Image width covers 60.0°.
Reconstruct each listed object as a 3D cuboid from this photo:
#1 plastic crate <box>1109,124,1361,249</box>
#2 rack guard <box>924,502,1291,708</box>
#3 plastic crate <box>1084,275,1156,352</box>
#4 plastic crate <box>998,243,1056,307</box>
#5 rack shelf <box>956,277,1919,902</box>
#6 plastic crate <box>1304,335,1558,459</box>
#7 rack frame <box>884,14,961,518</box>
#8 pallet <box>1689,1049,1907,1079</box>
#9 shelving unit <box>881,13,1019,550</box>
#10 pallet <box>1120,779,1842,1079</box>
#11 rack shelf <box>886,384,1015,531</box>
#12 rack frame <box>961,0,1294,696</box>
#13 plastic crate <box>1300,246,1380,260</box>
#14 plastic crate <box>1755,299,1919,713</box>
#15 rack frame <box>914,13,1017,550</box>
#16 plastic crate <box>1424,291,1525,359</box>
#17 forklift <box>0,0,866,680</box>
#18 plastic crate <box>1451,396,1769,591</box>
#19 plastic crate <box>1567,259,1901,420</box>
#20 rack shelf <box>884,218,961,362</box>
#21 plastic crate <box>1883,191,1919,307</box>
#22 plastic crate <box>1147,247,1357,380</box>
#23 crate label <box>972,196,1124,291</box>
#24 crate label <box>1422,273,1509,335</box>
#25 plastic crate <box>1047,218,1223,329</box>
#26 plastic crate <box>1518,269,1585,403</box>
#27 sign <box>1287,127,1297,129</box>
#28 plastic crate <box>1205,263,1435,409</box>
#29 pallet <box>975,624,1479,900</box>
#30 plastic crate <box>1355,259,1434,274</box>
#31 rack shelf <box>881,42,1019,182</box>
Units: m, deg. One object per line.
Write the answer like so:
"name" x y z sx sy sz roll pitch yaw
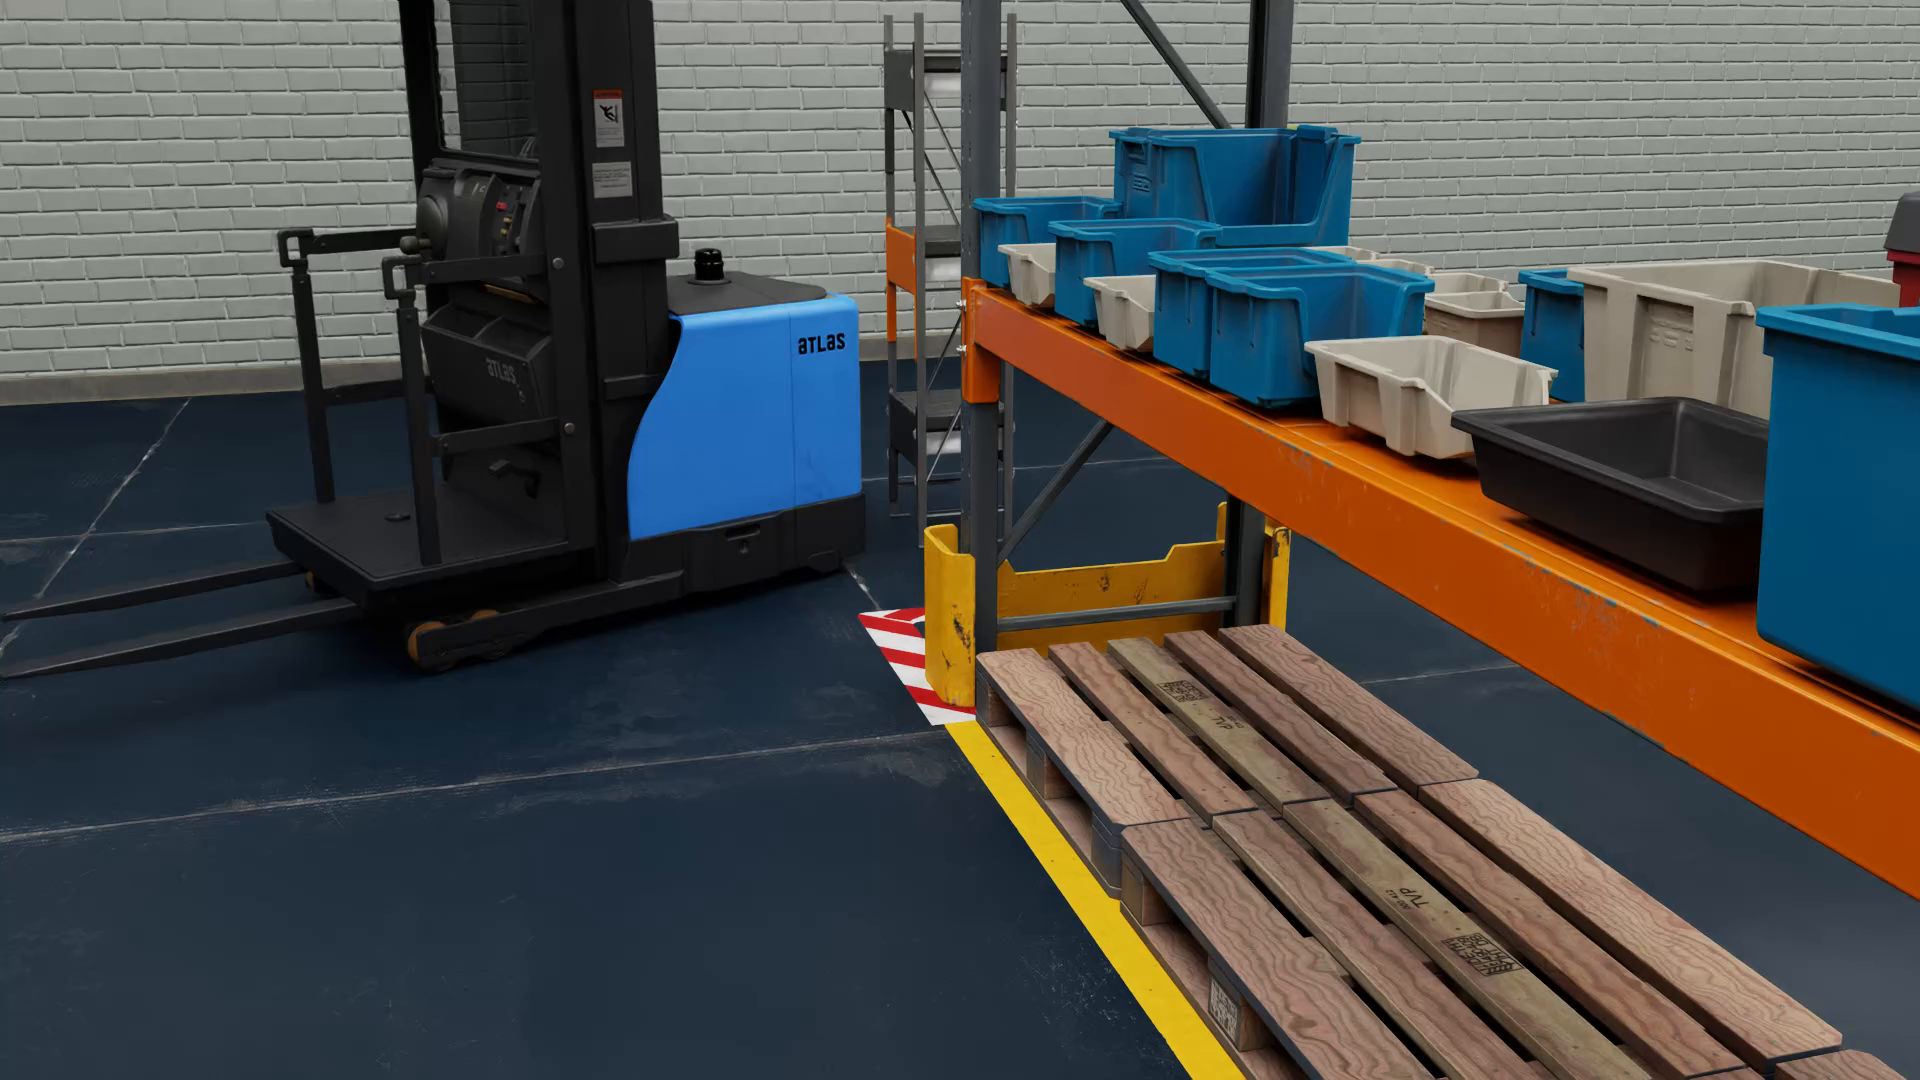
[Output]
"plastic crate" 0.770 -0.962 4.776 0.616 0.435 0.499 -5 17 -15
"rack guard" 0.480 0.197 5.427 1.175 0.500 0.348 -5 17 -15
"plastic crate" 0.445 -0.520 3.823 0.250 0.136 0.298 -5 17 -15
"plastic crate" 0.259 -0.707 4.447 0.250 0.136 0.298 -5 17 -15
"rack shelf" 1.048 -0.097 3.311 1.077 0.370 4.000 -5 17 -15
"plastic crate" 0.831 -0.248 2.919 0.293 0.136 0.466 -5 17 -15
"rack frame" -0.113 -1.119 7.027 0.400 2.100 0.015 -5 17 -15
"pallet" 1.359 1.247 2.434 1.003 0.211 1.213 -5 17 -15
"shelving unit" -0.045 -1.051 6.802 0.431 2.100 0.503 -5 17 -15
"pallet" 1.020 0.909 3.559 1.003 0.211 1.213 -5 17 -15
"rack shelf" -0.045 -0.368 7.008 0.431 0.518 0.480 -5 17 -15
"rack frame" 0.499 -0.995 5.049 1.000 3.000 0.127 -5 17 -15
"plastic crate" 0.897 -0.686 4.375 0.396 0.136 0.243 -5 17 -15
"plastic crate" 1.142 -0.011 1.699 0.392 0.384 0.575 -5 17 -15
"rack frame" 0.022 -0.984 6.578 0.400 2.100 0.015 -5 17 -15
"plastic crate" 1.162 -0.449 3.587 0.298 0.136 0.250 -5 17 -15
"forklift" -1.834 -1.137 5.642 3.031 2.935 1.130 -13 21 -37
"plastic crate" 1.032 -0.073 2.357 0.437 0.125 0.590 -5 17 -15
"plastic crate" 1.356 -0.297 2.829 0.437 0.282 0.530 -5 17 -15
"rack shelf" -0.045 -1.038 6.806 0.431 0.518 0.480 -5 17 -15
"plastic crate" 1.594 -0.214 2.236 0.402 0.464 0.583 -5 17 -15
"plastic crate" 0.612 -0.485 3.538 0.416 0.233 0.300 -5 17 -15
"crate label" 0.250 -0.849 4.750 0.416 0.233 0.303 -5 17 -15
"crate label" 1.063 -0.529 3.854 0.396 0.136 0.243 -5 17 -15
"plastic crate" 0.431 -0.667 4.144 0.416 0.233 0.300 -5 17 -15
"plastic crate" 1.310 -0.395 3.241 0.416 0.233 0.300 -5 17 -15
"sign" 1.023 -1.121 5.185 0.100 0.325 0.005 -5 17 -15
"plastic crate" 0.694 -0.402 3.262 0.416 0.233 0.300 -5 17 -15
"pallet" 0.688 0.572 4.681 1.003 0.211 1.213 -5 17 -15
"plastic crate" 0.963 -0.604 4.104 0.396 0.136 0.243 -5 17 -15
"rack shelf" -0.045 -1.709 6.605 0.431 0.518 0.480 -5 17 -15
